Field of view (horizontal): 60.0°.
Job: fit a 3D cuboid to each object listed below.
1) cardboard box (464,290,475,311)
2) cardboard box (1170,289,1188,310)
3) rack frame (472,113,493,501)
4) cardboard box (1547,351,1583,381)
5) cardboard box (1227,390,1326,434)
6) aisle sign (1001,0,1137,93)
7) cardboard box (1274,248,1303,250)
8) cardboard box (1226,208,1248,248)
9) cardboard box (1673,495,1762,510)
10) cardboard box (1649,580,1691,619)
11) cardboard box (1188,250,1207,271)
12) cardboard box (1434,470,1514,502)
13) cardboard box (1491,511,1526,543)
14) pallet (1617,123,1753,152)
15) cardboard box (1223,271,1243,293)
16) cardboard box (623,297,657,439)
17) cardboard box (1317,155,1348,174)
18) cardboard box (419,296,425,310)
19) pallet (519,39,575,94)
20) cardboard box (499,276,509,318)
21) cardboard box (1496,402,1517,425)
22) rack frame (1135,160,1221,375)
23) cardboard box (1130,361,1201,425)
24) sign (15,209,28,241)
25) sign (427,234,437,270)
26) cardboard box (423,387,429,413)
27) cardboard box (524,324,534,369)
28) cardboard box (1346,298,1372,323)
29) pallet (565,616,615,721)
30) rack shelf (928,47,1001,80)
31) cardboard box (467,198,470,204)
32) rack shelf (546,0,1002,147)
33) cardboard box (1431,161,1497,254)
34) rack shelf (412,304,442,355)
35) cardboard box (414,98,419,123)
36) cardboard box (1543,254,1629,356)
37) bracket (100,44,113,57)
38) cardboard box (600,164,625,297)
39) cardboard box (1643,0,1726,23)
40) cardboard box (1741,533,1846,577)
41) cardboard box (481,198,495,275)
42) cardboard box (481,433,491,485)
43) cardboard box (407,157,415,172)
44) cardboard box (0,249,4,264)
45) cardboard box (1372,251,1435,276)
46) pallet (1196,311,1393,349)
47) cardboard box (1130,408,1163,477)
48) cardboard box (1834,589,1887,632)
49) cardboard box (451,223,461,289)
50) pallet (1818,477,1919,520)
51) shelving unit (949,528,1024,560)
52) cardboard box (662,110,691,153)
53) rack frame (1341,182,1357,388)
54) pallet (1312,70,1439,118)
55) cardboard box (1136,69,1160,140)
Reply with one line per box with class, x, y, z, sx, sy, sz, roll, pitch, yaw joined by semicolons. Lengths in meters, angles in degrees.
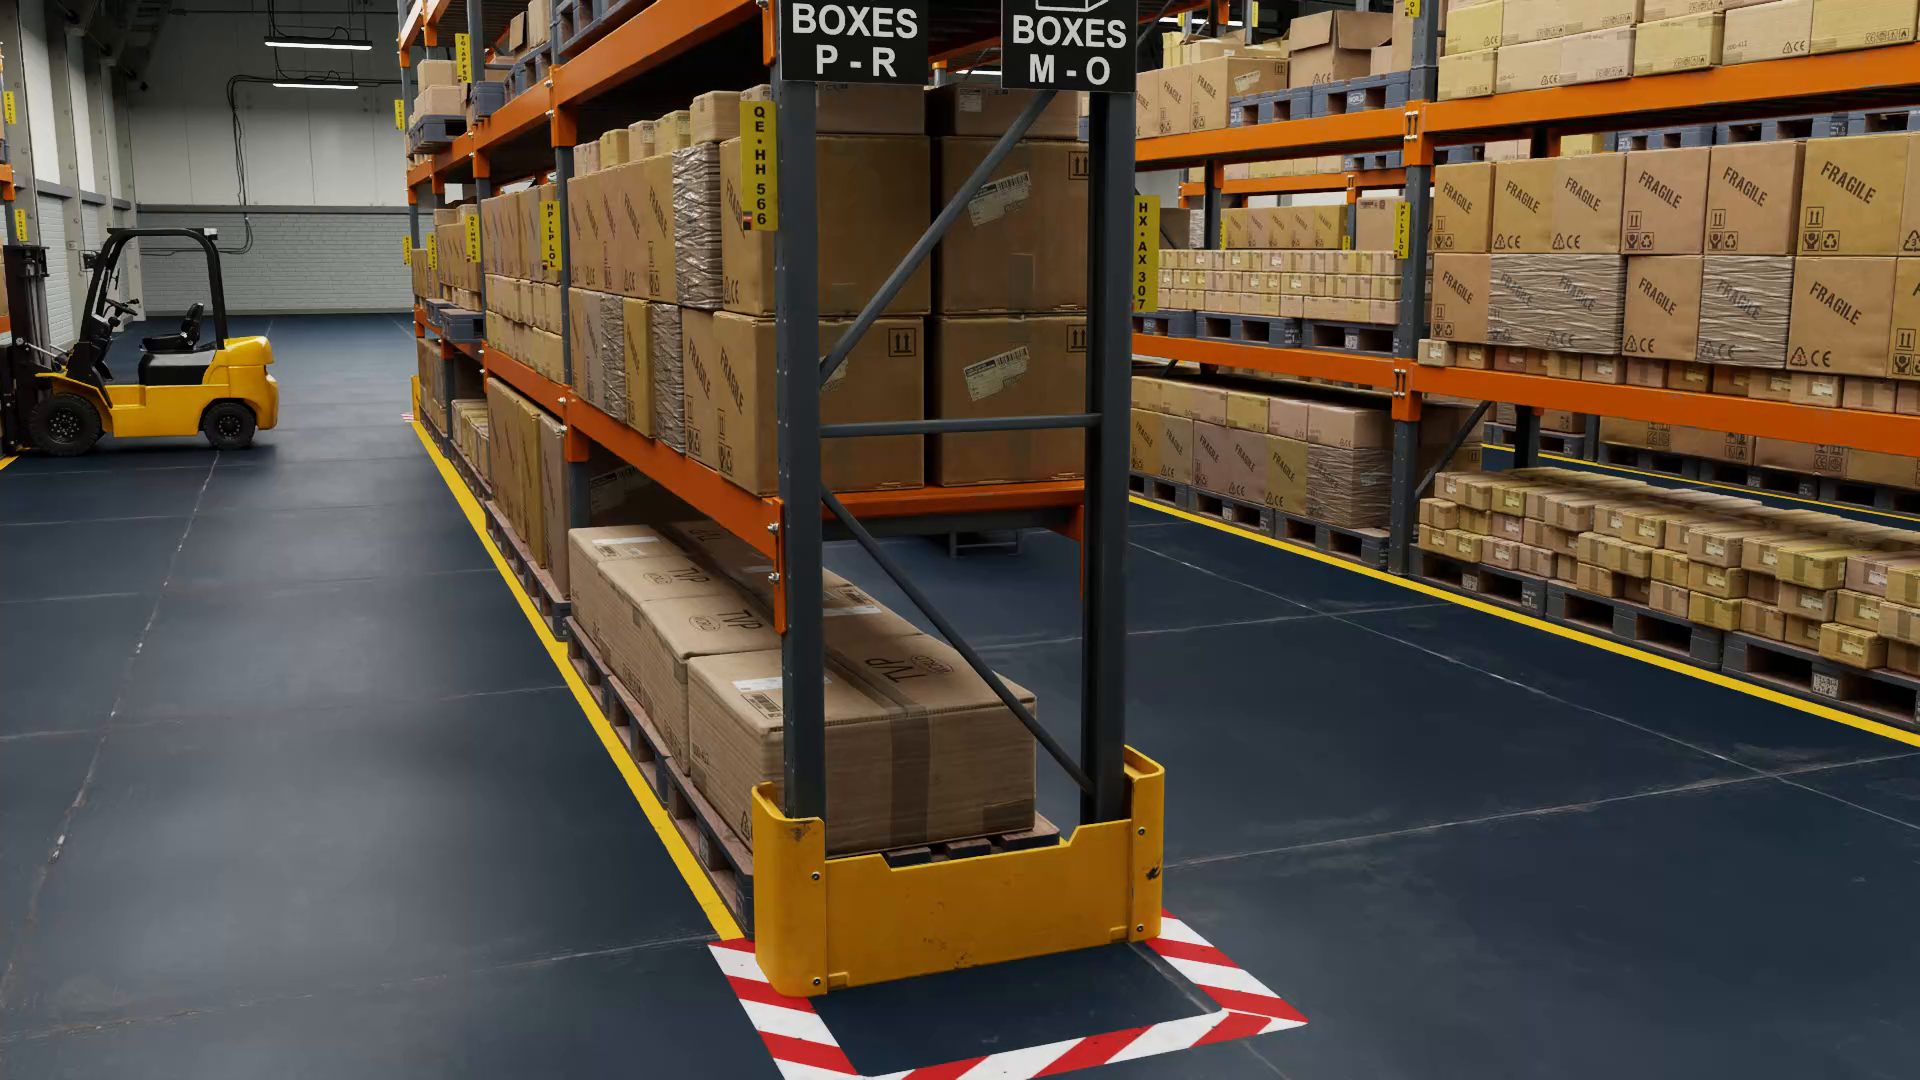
cardboard box;-3.538;-1.813;12.566;0.380;0.149;0.250;-4;11;-21
cardboard box;1.844;-1.854;12.796;0.380;0.149;0.250;-3;11;-18
rack frame;-2.902;-1.614;11.928;1.000;3.000;0.127;-4;11;-21
cardboard box;3.354;-0.933;8.819;0.380;0.149;0.250;-4;11;-20
cardboard box;2.240;-0.913;11.783;0.500;0.250;0.500;-4;11;-23
aisle sign;0.293;-1.595;4.397;0.394;0.787;0.004;-4;11;-21
cardboard box;4.356;-3.328;20.429;0.875;0.500;0.500;-4;11;-21
cardboard box;3.738;-3.966;21.161;0.500;0.500;0.500;-4;11;-21
cardboard box;4.037;-0.138;8.873;0.380;0.149;0.250;-4;11;-23
cardboard box;3.653;0.278;8.232;0.380;0.149;0.250;-4;11;-20
cardboard box;1.942;-2.106;12.511;0.380;0.149;0.250;-4;11;-23
cardboard box;3.056;-0.318;9.887;0.380;0.149;0.250;-3;11;-19
cardboard box;3.255;-0.089;9.446;0.380;0.149;0.250;-4;11;-21
pallet;6.617;-3.525;14.646;1.213;0.211;1.003;-3;11;-18
cardboard box;2.131;-1.872;12.050;0.380;0.149;0.250;-4;11;-21
cardboard box;-0.987;-0.669;6.330;0.500;0.500;0.500;-4;11;-19
cardboard box;4.476;-4.357;19.210;0.500;0.250;0.500;-3;11;-19
cardboard box;-5.697;-2.594;18.157;0.380;0.149;0.250;-4;11;-20
pallet;-1.831;-2.490;8.835;0.805;0.209;1.217;-4;11;-23
cardboard box;-2.593;-1.521;10.408;0.500;0.250;0.500;-4;11;-21
cardboard box;5.860;-1.427;16.756;0.700;0.500;0.500;-5;11;-26
rack frame;1.675;-1.945;13.787;1.000;3.000;0.127;-4;11;-21
cardboard box;1.538;-1.149;14.538;1.050;0.750;0.750;-4;11;-22
sign;-9.915;-3.323;17.554;0.100;0.325;0.005;-4;11;-21
sign;-4.855;-2.657;15.322;0.100;0.325;0.005;-4;11;-21
cardboard box;-5.589;-1.540;18.163;0.500;0.250;0.500;-3;11;-19
cardboard box;-2.199;-1.111;9.530;0.500;0.250;0.500;-4;11;-22
cardboard box;2.701;-1.469;10.634;0.380;0.149;0.250;-4;11;-21
pallet;-1.250;0.541;7.776;1.003;0.211;1.213;-4;11;-21
rack shelf;-0.500;-5.326;18.865;1.077;0.370;4.000;-4;11;-21
cardboard box;-4.474;-3.125;16.434;0.700;0.500;0.500;-4;11;-21
rack shelf;-0.728;-1.757;6.223;1.077;0.370;4.000;-4;11;-21
cardboard box;3.061;-1.890;9.493;0.500;0.500;0.500;-4;11;-20
rack shelf;-5.076;-2.239;17.497;1.077;0.370;4.000;-4;11;-21
cardboard box;-4.514;-3.756;14.633;0.500;0.250;0.500;-4;11;-22
cardboard box;3.404;-1.226;8.611;0.500;0.500;0.500;-4;11;-22
bracket;-19.230;-11.031;37.463;0.235;0.232;0.430;-4;11;-21
cardboard box;-1.154;-1.242;6.698;0.500;0.500;0.500;-4;11;-20
cardboard box;3.628;-2.597;7.891;0.500;0.250;0.500;-4;11;-23
cardboard box;3.861;0.070;7.706;0.380;0.149;0.250;-4;11;-23
cardboard box;-2.951;-2.059;11.292;0.500;0.500;0.500;-4;11;-23
cardboard box;-3.098;-0.620;12.644;0.950;0.372;0.625;-5;11;-25
cardboard box;-5.984;-4.198;18.608;0.380;0.149;0.250;-4;11;-21
cardboard box;-9.919;-2.894;16.987;0.380;0.149;0.250;-4;11;-20
cardboard box;2.797;-1.721;10.348;0.380;0.149;0.250;-3;11;-18
pallet;2.430;-1.530;12.002;1.003;0.211;1.213;-4;11;-21
cardboard box;1.693;-0.789;13.229;0.500;0.500;0.500;-4;11;-23
cardboard box;4.072;0.298;7.274;0.380;0.149;0.250;-4;11;-22
cardboard box;-3.708;-2.239;13.108;0.500;0.500;0.500;-5;11;-25
pallet;7.434;-0.338;12.719;1.003;0.211;1.213;-4;11;-21
shelving unit;0.019;-0.528;11.174;0.538;1.125;1.048;-3;11;-17
cardboard box;-0.833;-1.420;5.843;0.380;0.149;0.250;-4;11;-19
rack frame;4.885;-2.896;19.134;1.000;3.000;0.127;-4;11;-21
pallet;3.000;-2.784;10.475;1.213;0.211;1.003;-4;11;-21
cardboard box;1.634;-3.360;12.896;0.500;0.500;0.500;-4;11;-21
